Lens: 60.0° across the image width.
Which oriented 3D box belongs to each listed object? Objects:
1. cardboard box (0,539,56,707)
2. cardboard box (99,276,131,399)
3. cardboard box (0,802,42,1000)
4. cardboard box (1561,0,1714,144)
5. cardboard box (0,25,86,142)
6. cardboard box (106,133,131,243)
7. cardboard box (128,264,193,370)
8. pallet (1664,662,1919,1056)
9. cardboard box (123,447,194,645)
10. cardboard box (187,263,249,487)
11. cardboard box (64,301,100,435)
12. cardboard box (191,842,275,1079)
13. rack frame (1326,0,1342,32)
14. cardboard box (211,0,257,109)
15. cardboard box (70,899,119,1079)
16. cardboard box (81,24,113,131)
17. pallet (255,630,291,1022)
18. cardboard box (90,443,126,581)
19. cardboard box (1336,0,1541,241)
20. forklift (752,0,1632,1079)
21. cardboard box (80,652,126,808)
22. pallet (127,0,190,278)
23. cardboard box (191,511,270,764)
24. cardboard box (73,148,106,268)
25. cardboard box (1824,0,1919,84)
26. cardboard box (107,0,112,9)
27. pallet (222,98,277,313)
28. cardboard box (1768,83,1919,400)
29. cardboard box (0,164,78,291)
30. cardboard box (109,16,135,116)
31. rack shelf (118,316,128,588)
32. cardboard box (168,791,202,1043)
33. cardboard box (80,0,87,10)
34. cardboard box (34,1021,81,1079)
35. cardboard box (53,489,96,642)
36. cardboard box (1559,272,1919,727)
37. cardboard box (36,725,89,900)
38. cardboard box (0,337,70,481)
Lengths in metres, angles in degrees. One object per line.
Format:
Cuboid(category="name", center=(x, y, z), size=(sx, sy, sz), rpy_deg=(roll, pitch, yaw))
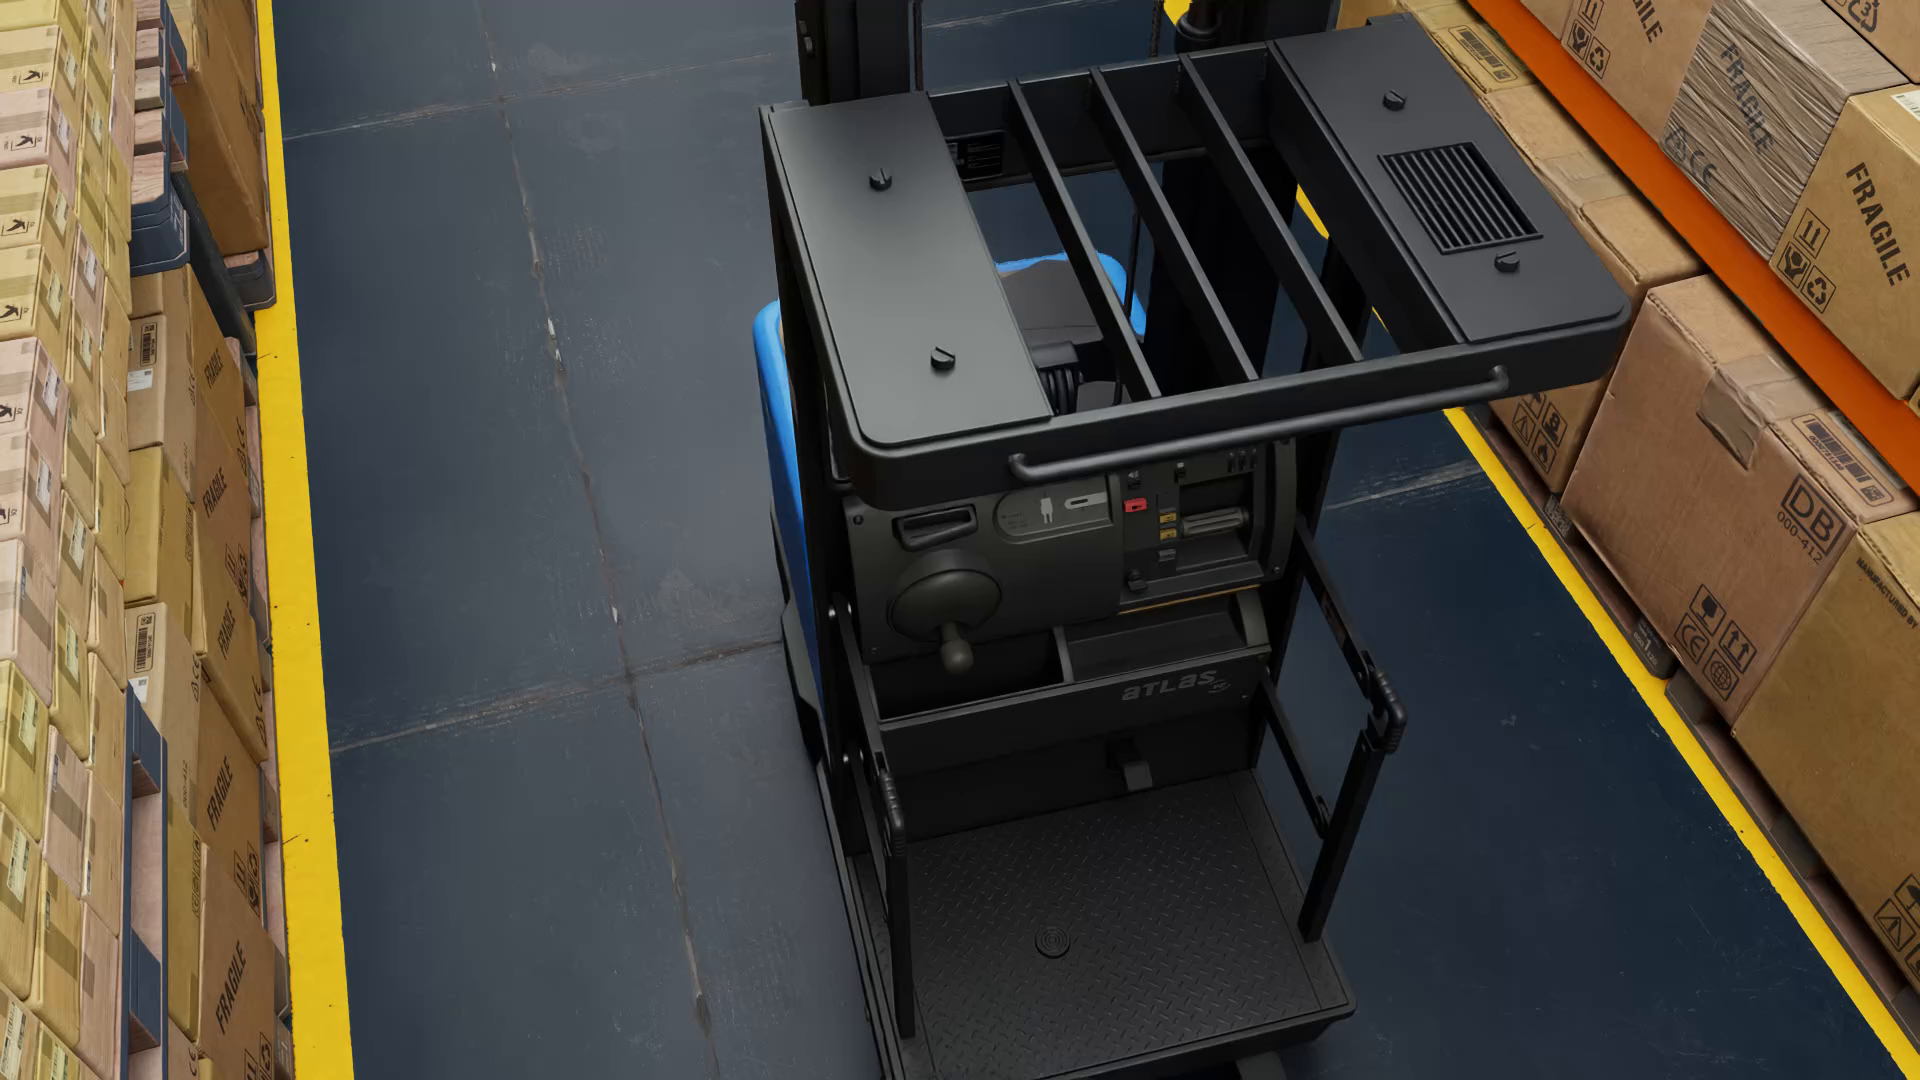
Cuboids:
Cuboid(category="cardboard box", center=(-1.668, 0.176, 2.641), size=(0.380, 0.149, 0.250), rpy_deg=(-14, 51, -11))
Cuboid(category="cardboard box", center=(-1.981, -0.395, 3.511), size=(0.380, 0.149, 0.250), rpy_deg=(-12, 51, -10))
Cuboid(category="cardboard box", center=(-1.523, 0.546, 2.328), size=(0.380, 0.149, 0.250), rpy_deg=(-12, 51, -10))
Cuboid(category="cardboard box", center=(2.021, -1.449, 4.444), size=(0.500, 0.500, 0.500), rpy_deg=(-14, 51, -12))
Cuboid(category="cardboard box", center=(-2.125, -0.957, 3.596), size=(0.380, 0.149, 0.250), rpy_deg=(-12, 51, -10))
Cuboid(category="cardboard box", center=(-2.137, -0.781, 3.836), size=(0.380, 0.149, 0.250), rpy_deg=(-14, 51, -11))
Cuboid(category="cardboard box", center=(-2.488, -0.666, 4.719), size=(0.500, 0.250, 0.500), rpy_deg=(-14, 51, -12))
Cuboid(category="pallet", center=(2.710, 0.691, 4.529), size=(1.003, 0.211, 1.213), rpy_deg=(-13, 51, -11))
Cuboid(category="cardboard box", center=(-2.193, 0.075, 4.095), size=(0.500, 0.250, 0.500), rpy_deg=(-12, 51, -10))
Cuboid(category="cardboard box", center=(-2.496, -0.443, 5.022), size=(0.500, 0.500, 0.500), rpy_deg=(-14, 51, -11))
Cuboid(category="cardboard box", center=(-1.899, -0.297, 3.234), size=(0.380, 0.149, 0.250), rpy_deg=(-14, 51, -12))
Cuboid(category="cardboard box", center=(-1.881, 1.071, 3.745), size=(0.500, 0.500, 0.500), rpy_deg=(-11, 51, -9))
Cuboid(category="rack frame", center=(1.828, -2.583, 5.465), size=(1.000, 3.000, 0.127), rpy_deg=(-13, 51, -11))
Cuboid(category="cardboard box", center=(-3.296, -2.048, 6.211), size=(1.050, 0.750, 0.750), rpy_deg=(-13, 51, -10))
Cuboid(category="cardboard box", center=(-1.522, 0.739, 2.555), size=(0.380, 0.149, 0.250), rpy_deg=(-13, 51, -10))
Cuboid(category="cardboard box", center=(-2.198, -1.041, 3.861), size=(0.380, 0.149, 0.250), rpy_deg=(-12, 51, -10))
Cuboid(category="pallet", center=(-2.353, 0.824, 4.417), size=(1.003, 0.211, 1.213), rpy_deg=(-13, 51, -11))
Cuboid(category="cardboard box", center=(-1.826, -0.012, 3.188), size=(0.380, 0.149, 0.250), rpy_deg=(-14, 51, -12))
Cuboid(category="cardboard box", center=(2.012, -1.524, 5.688), size=(1.225, 0.875, 0.875), rpy_deg=(-15, 52, -13))
Cuboid(category="forklift", center=(0.289, 0.122, 3.230), size=(1.130, 2.935, 3.031), rpy_deg=(-11, 51, -9))
Cuboid(category="cardboard box", center=(-1.666, 0.372, 2.864), size=(0.380, 0.149, 0.250), rpy_deg=(-13, 51, -11))
Cuboid(category="pallet", center=(-2.628, -0.977, 4.237), size=(1.213, 0.211, 1.003), rpy_deg=(-13, 51, -11))
Cuboid(category="cardboard box", center=(-2.174, 0.319, 4.379), size=(0.500, 0.500, 0.500), rpy_deg=(-15, 52, -13))
Cuboid(category="cardboard box", center=(-2.053, -0.676, 3.553), size=(0.380, 0.149, 0.250), rpy_deg=(-14, 51, -11))
Cuboid(category="cardboard box", center=(2.423, -1.436, 3.777), size=(0.797, 0.503, 0.637), rpy_deg=(-12, 51, -10))
Cuboid(category="cardboard box", center=(-2.359, -1.427, 4.187), size=(0.380, 0.149, 0.250), rpy_deg=(-12, 51, -10))
Cuboid(category="pallet", center=(-3.101, -1.229, 6.148), size=(1.003, 0.211, 1.213), rpy_deg=(-13, 51, -11))
Cuboid(category="cardboard box", center=(2.311, -0.716, 3.827), size=(0.500, 0.500, 0.500), rpy_deg=(-14, 51, -11))
Cuboid(category="cardboard box", center=(-1.977, -0.582, 3.279), size=(0.380, 0.149, 0.250), rpy_deg=(-11, 51, -9))
Cuboid(category="cardboard box", center=(-2.284, -1.151, 4.148), size=(0.380, 0.149, 0.250), rpy_deg=(-13, 51, -11))
Cuboid(category="rack shelf", center=(-2.349, 0.158, 3.626), size=(1.077, 0.370, 4.000), rpy_deg=(-13, 51, -11))
Cuboid(category="cardboard box", center=(-1.883, 0.827, 3.460), size=(0.500, 0.250, 0.500), rpy_deg=(-12, 51, -10))
Cuboid(category="cardboard box", center=(-2.285, -1.343, 3.921), size=(0.380, 0.149, 0.250), rpy_deg=(-14, 51, -11))
Cuboid(category="cardboard box", center=(-1.435, 0.844, 2.271), size=(0.380, 0.149, 0.250), rpy_deg=(-13, 51, -10))
Cuboid(category="cardboard box", center=(-1.749, 0.081, 2.915), size=(0.380, 0.149, 0.250), rpy_deg=(-11, 51, -10))
Cuboid(category="cardboard box", center=(2.537, -0.227, 4.595), size=(1.225, 0.875, 0.875), rpy_deg=(-15, 51, -12))
Cuboid(category="cardboard box", center=(-1.590, 0.467, 2.589), size=(0.380, 0.149, 0.250), rpy_deg=(-12, 51, -10))
Cuboid(category="cardboard box", center=(-1.818, -0.195, 2.953), size=(0.380, 0.149, 0.250), rpy_deg=(-12, 51, -10))
